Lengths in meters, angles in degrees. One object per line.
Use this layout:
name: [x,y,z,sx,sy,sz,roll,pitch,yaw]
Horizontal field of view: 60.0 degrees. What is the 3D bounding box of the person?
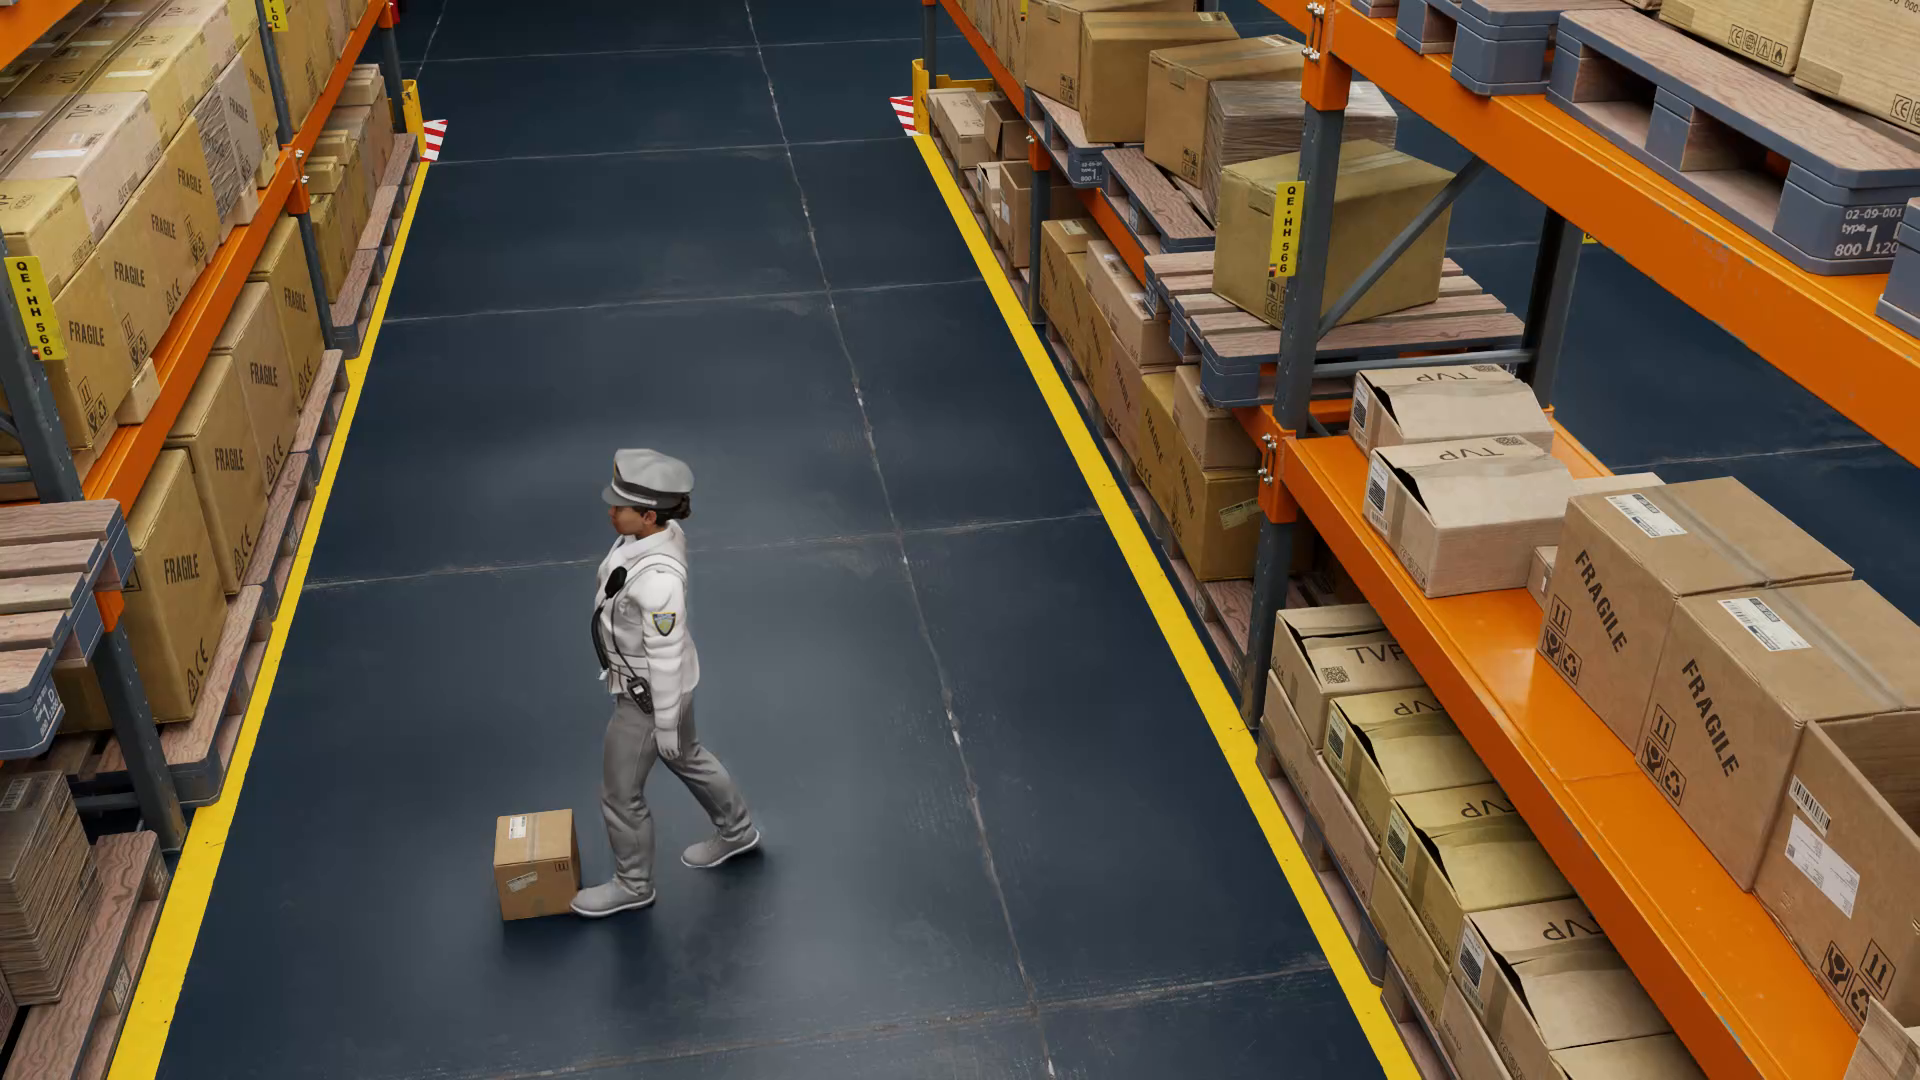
person: [-1.014,0.470,5.355,0.658,1.686,0.487,-5,31,-8]
